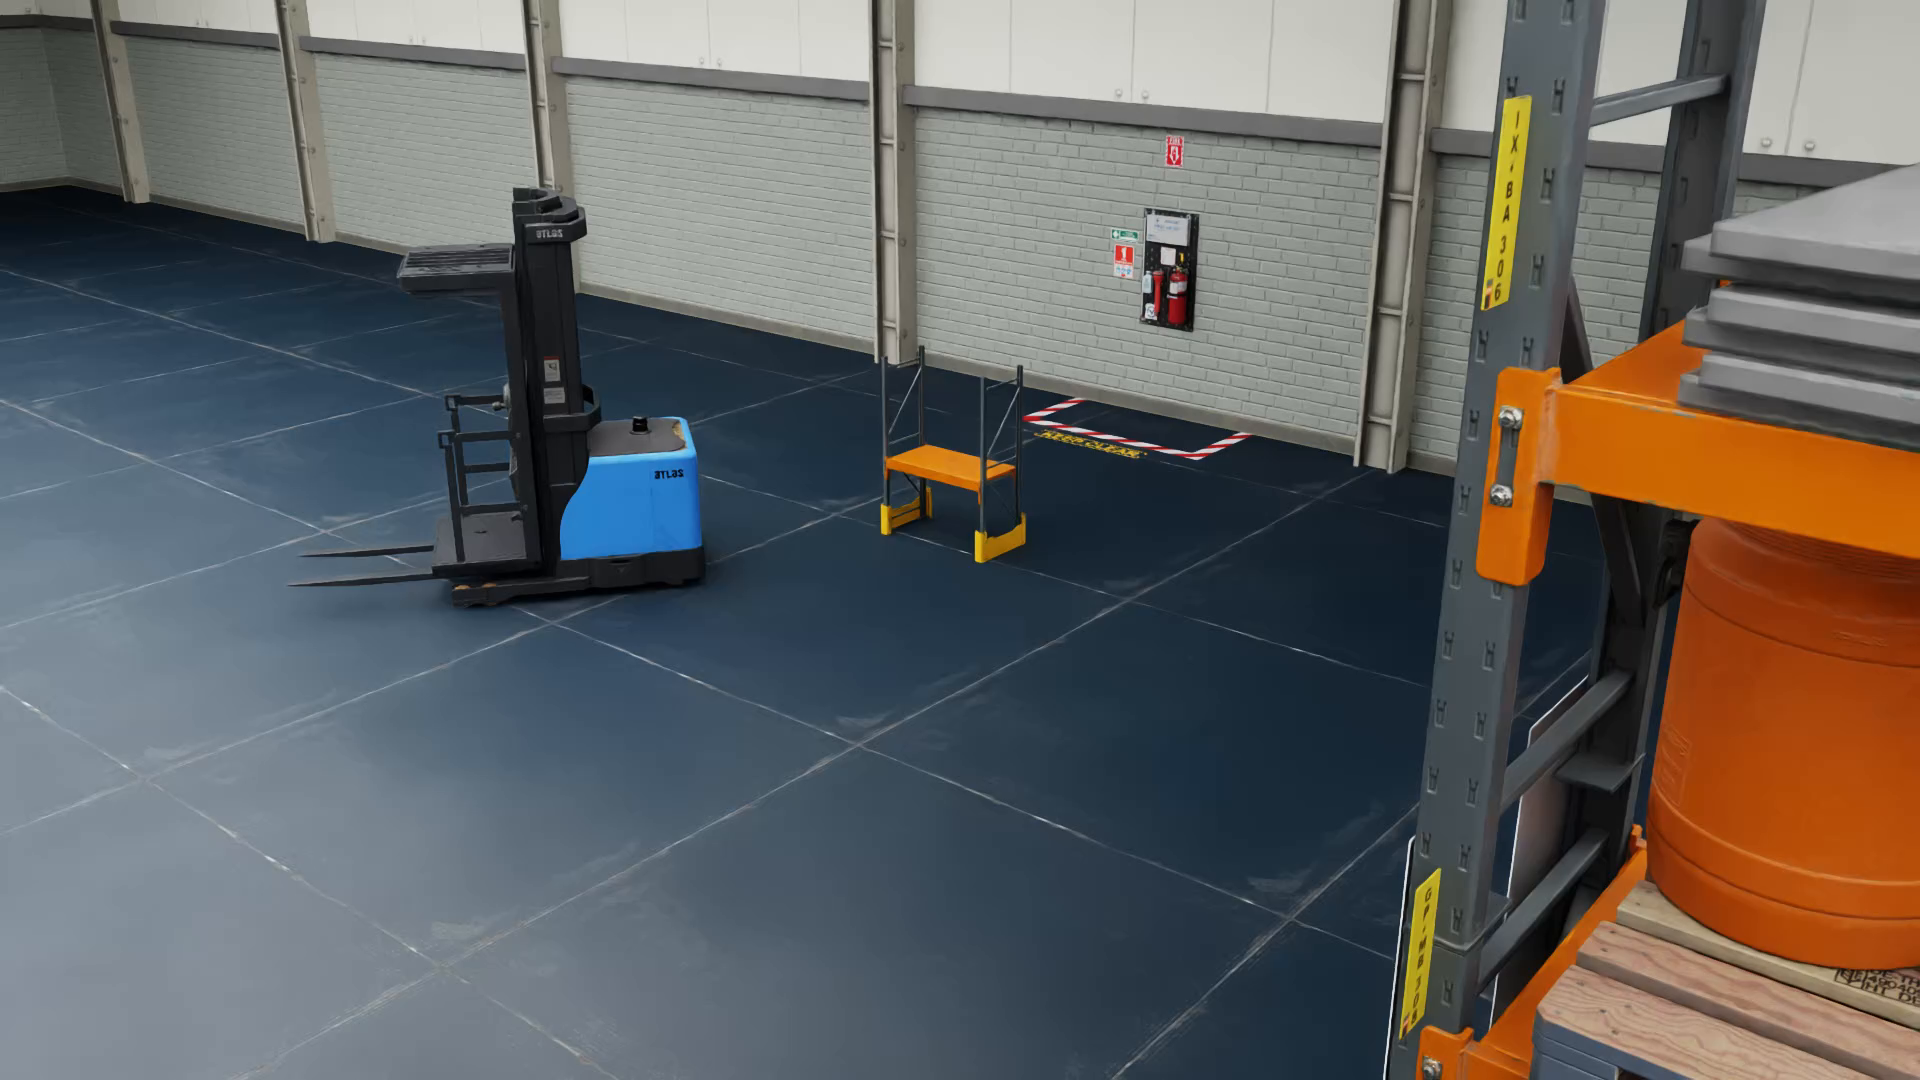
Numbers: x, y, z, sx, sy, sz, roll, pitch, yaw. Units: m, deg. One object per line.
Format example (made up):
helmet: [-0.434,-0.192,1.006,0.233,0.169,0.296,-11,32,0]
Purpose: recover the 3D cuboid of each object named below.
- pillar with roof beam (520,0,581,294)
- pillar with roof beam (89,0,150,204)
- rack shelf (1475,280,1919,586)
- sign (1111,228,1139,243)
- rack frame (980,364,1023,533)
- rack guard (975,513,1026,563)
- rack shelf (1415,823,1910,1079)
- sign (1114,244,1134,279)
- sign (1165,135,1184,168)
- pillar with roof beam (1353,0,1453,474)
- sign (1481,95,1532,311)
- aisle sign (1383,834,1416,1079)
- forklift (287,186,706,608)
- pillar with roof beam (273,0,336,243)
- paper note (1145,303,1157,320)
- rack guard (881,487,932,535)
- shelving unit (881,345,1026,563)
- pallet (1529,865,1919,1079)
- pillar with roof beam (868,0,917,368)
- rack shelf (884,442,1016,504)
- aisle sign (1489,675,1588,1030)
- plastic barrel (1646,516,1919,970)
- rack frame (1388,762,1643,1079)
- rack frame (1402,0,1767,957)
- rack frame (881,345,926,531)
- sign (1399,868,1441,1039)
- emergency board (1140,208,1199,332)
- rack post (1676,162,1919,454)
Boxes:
pillar with roof beam: [-8.104,-6.403,17.895,0.400,9.000,9.100,16,26,36]
pillar with roof beam: [-17.401,-9.081,24.994,0.400,9.000,9.100,16,26,36]
rack shelf: [2.759,0.194,1.986,4.000,0.370,1.077,16,26,36]
sign: [1.659,-3.070,16.757,0.331,0.109,0.001,16,26,36]
rack frame: [0.328,-0.607,13.153,0.032,1.500,0.500,16,26,36]
rack guard: [0.327,-0.023,13.375,0.087,0.250,0.587,16,26,36]
rack shelf: [2.759,1.411,2.445,4.000,0.370,1.077,16,26,36]
sign: [1.661,-2.826,16.860,0.234,0.329,0.001,16,26,36]
sign: [2.081,-3.771,16.132,0.199,0.298,0.001,16,26,36]
pillar with roof beam: [1.193,-3.726,10.795,0.400,9.000,9.100,16,26,36]
sign: [0.859,-0.529,2.613,0.005,0.325,0.100,16,26,36]
aisle sign: [0.969,0.879,3.402,0.004,0.787,0.394,16,26,36]
forklift: [-3.530,-1.072,12.358,3.031,2.935,1.130,-5,21,-13]
pillar with roof beam: [-12.752,-7.742,21.445,0.400,9.000,9.100,16,26,36]
paper note: [1.931,-2.304,16.775,0.142,0.148,0.016,16,26,36]
rack guard: [-0.445,-0.245,13.964,0.087,0.250,0.587,16,26,36]
shelving unit: [-0.059,-0.719,13.449,1.083,1.500,0.587,16,26,36]
pallet: [1.789,0.927,2.974,1.213,0.211,1.003,16,26,36]
pillar with roof beam: [-3.456,-5.065,14.345,0.400,9.000,9.100,16,26,36]
rack shelf: [-0.066,-0.552,13.517,1.000,0.185,0.538,16,26,36]
aisle sign: [1.342,0.718,3.830,0.004,0.787,0.394,16,26,36]
plastic barrel: [1.667,0.304,3.156,0.708,0.830,0.600,16,26,36]
rack frame: [1.210,2.031,4.030,0.127,3.000,1.000,16,26,36]
rack frame: [1.210,-0.776,2.972,0.127,3.000,1.000,16,26,36]
rack frame: [-0.460,-0.834,13.755,0.032,1.500,0.500,16,26,36]
sign: [0.859,0.773,3.103,0.005,0.325,0.100,16,26,36]
emergency board: [2.024,-2.658,16.464,0.643,1.169,0.194,16,26,36]
rack post: [1.715,-0.338,2.521,0.937,0.300,0.954,-19,28,-41]
